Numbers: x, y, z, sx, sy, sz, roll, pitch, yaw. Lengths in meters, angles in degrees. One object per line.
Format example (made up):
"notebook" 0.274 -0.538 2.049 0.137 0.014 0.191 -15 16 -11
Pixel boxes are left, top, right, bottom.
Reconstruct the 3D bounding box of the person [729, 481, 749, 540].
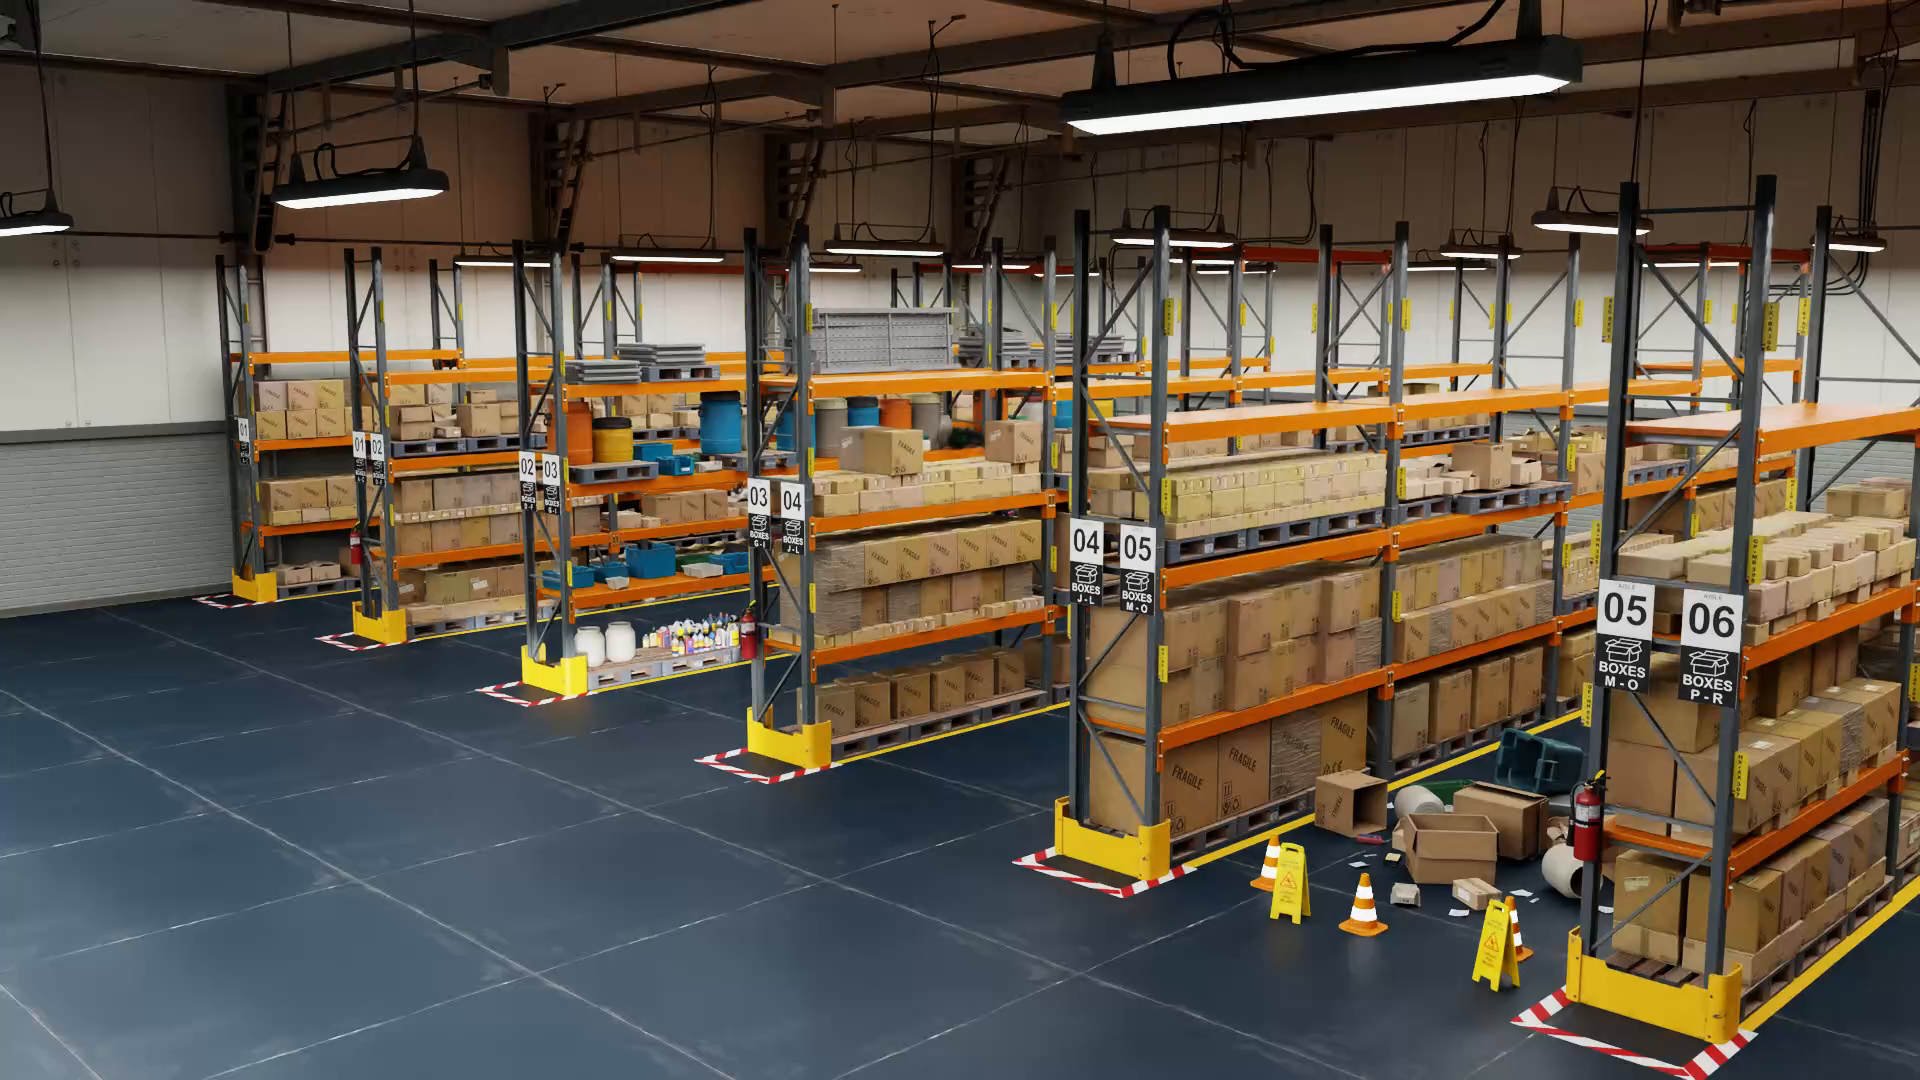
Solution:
"person" -4.339 -0.408 33.239 0.617 1.802 0.929 8 11 43
